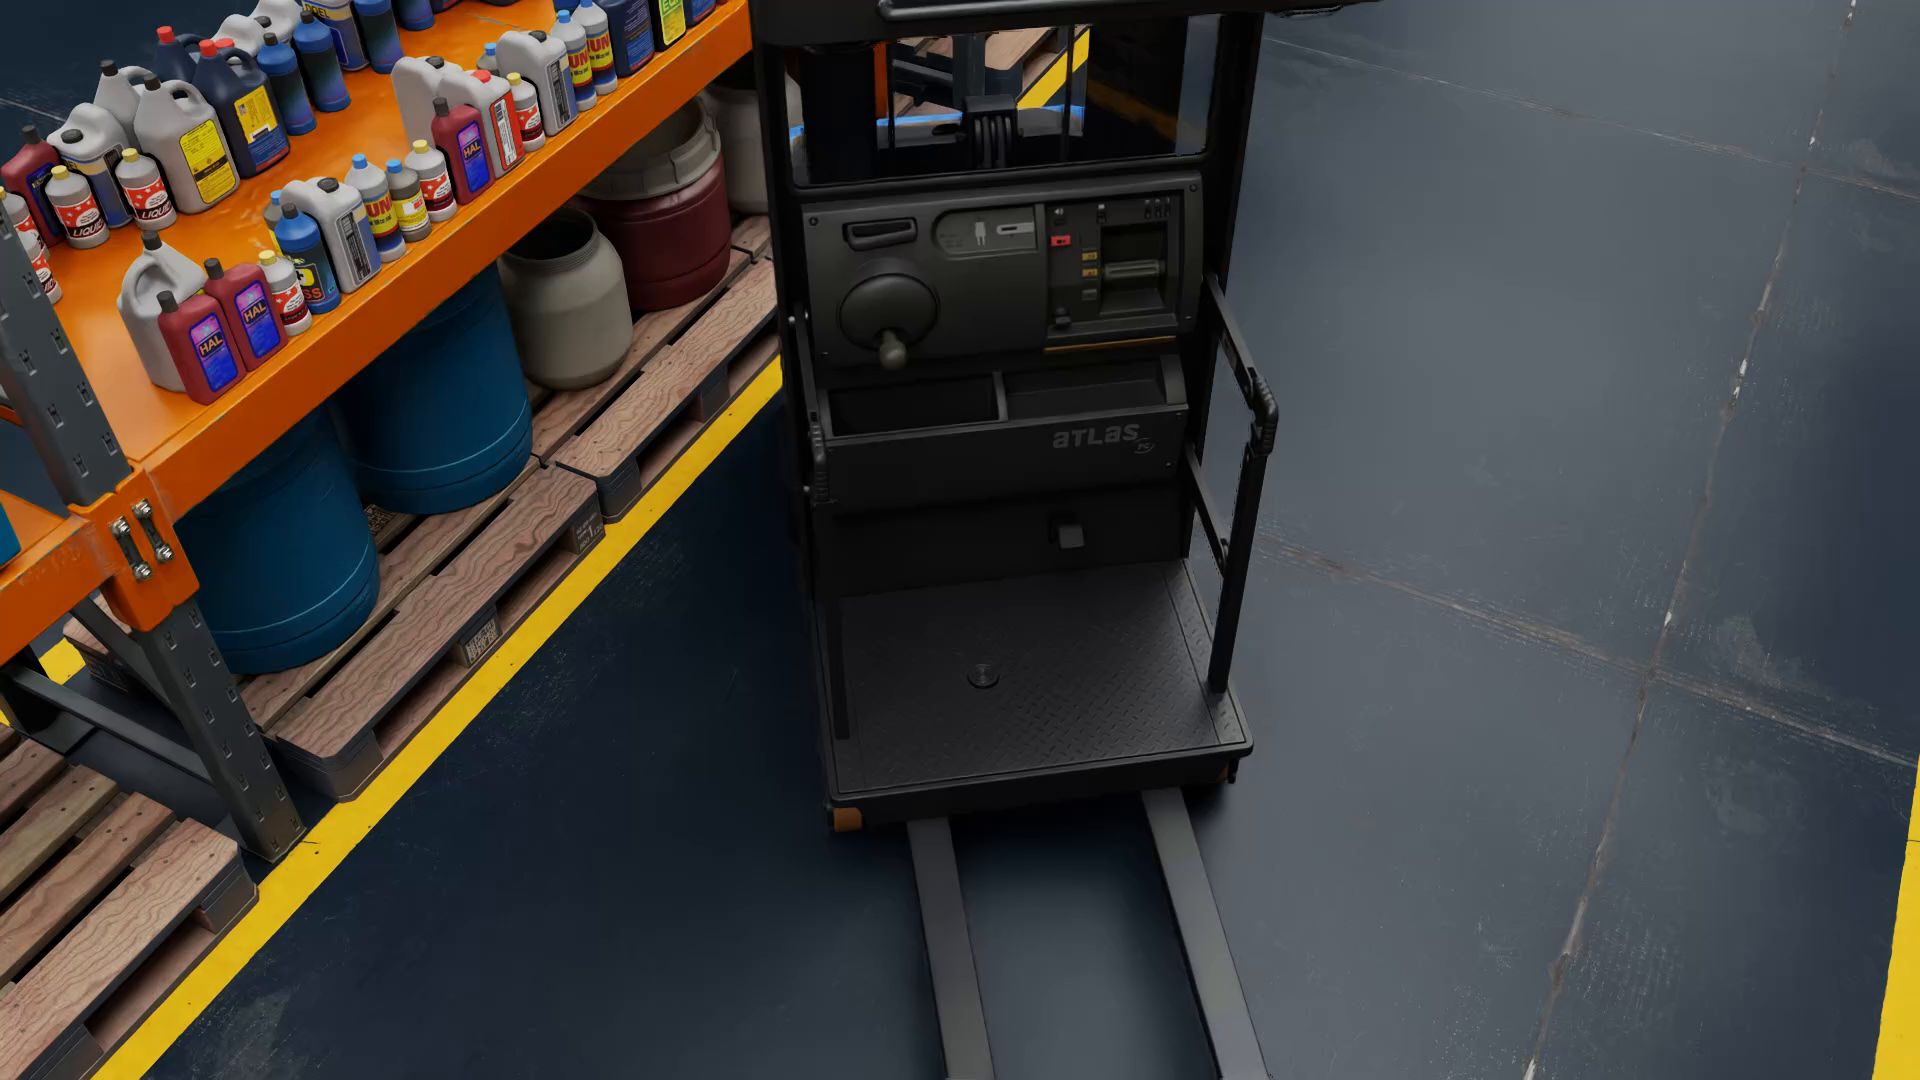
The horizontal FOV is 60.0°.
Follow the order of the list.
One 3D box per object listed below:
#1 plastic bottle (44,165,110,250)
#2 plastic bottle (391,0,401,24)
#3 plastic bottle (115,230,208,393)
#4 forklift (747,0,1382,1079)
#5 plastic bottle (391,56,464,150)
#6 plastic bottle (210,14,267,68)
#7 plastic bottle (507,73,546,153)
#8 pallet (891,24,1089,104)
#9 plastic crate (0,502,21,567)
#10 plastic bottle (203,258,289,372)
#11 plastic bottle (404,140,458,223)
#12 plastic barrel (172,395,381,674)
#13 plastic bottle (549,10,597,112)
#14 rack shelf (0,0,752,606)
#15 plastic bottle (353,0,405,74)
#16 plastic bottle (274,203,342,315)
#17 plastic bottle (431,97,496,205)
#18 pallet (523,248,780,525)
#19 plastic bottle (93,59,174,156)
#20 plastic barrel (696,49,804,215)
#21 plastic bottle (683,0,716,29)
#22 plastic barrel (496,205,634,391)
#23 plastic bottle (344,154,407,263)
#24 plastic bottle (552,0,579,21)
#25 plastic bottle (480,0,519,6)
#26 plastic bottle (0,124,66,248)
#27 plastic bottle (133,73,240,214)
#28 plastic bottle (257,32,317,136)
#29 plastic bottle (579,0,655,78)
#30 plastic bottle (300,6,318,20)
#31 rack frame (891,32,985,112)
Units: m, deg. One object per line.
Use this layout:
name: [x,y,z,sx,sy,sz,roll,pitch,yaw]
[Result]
plastic bottle: [-2.182,-0.827,4.098,0.097,0.201,0.097,0,45,0]
plastic bottle: [-1.687,-1.649,4.853,0.061,0.283,0.133,20,49,19]
plastic bottle: [-1.755,-0.519,3.688,0.144,0.351,0.185,20,49,19]
forklift: [0.143,-0.527,3.711,1.130,2.935,3.031,-6,46,-6]
plastic bottle: [-1.377,-1.151,4.366,0.152,0.276,0.135,20,49,19]
plastic bottle: [-1.924,-1.255,4.468,0.152,0.276,0.135,20,49,19]
plastic bottle: [-1.164,-1.139,4.406,0.097,0.201,0.097,0,45,0]
pallet: [0.026,-2.411,7.484,1.003,0.211,1.213,20,49,19]
plastic crate: [-2.139,-0.004,3.114,0.392,0.384,0.575,20,49,19]
plastic bottle: [-1.614,-0.529,3.746,0.061,0.283,0.133,20,49,19]
plastic bottle: [-1.334,-0.909,4.179,0.097,0.201,0.097,0,45,0]
plastic barrel: [-1.957,-0.143,4.462,0.600,0.901,0.708,20,49,19]
plastic bottle: [-1.056,-1.310,4.526,0.097,0.271,0.097,0,45,0]
rack shelf: [-1.296,-1.403,5.033,1.077,0.370,4.000,20,49,19]
plastic bottle: [-1.635,-1.455,4.669,0.097,0.271,0.097,0,45,0]
plastic bottle: [-1.532,-0.665,3.888,0.097,0.271,0.097,0,45,0]
plastic bottle: [-1.264,-1.004,4.216,0.061,0.283,0.133,20,49,19]
pallet: [-1.264,-0.659,5.753,1.003,0.211,1.213,20,49,19]
plastic bottle: [-2.088,-1.065,4.229,0.144,0.351,0.185,20,49,19]
plastic barrel: [-0.763,-1.490,6.067,0.421,0.512,0.421,0,45,0]
plastic bottle: [-0.819,-1.696,4.852,0.144,0.351,0.185,20,49,19]
plastic barrel: [-1.287,-0.778,5.364,0.421,0.512,0.421,0,45,0]
plastic bottle: [-1.424,-0.811,4.033,0.097,0.271,0.097,0,45,0]
plastic bottle: [-1.094,-1.480,4.694,0.097,0.271,0.097,0,45,0]
plastic bottle: [-1.379,-1.794,4.949,0.144,0.351,0.185,20,49,19]
plastic bottle: [-2.261,-0.870,4.083,0.061,0.283,0.133,20,49,19]
plastic bottle: [-1.960,-1.018,4.182,0.144,0.351,0.185,20,49,19]
plastic bottle: [-1.805,-1.224,4.441,0.097,0.271,0.097,0,45,0]
plastic bottle: [-0.967,-1.496,4.654,0.144,0.351,0.185,20,49,19]
plastic bottle: [-1.832,-1.396,4.660,0.097,0.201,0.097,0,45,0]
rack frame: [-0.368,-2.916,6.023,1.000,3.000,0.127,20,49,19]
